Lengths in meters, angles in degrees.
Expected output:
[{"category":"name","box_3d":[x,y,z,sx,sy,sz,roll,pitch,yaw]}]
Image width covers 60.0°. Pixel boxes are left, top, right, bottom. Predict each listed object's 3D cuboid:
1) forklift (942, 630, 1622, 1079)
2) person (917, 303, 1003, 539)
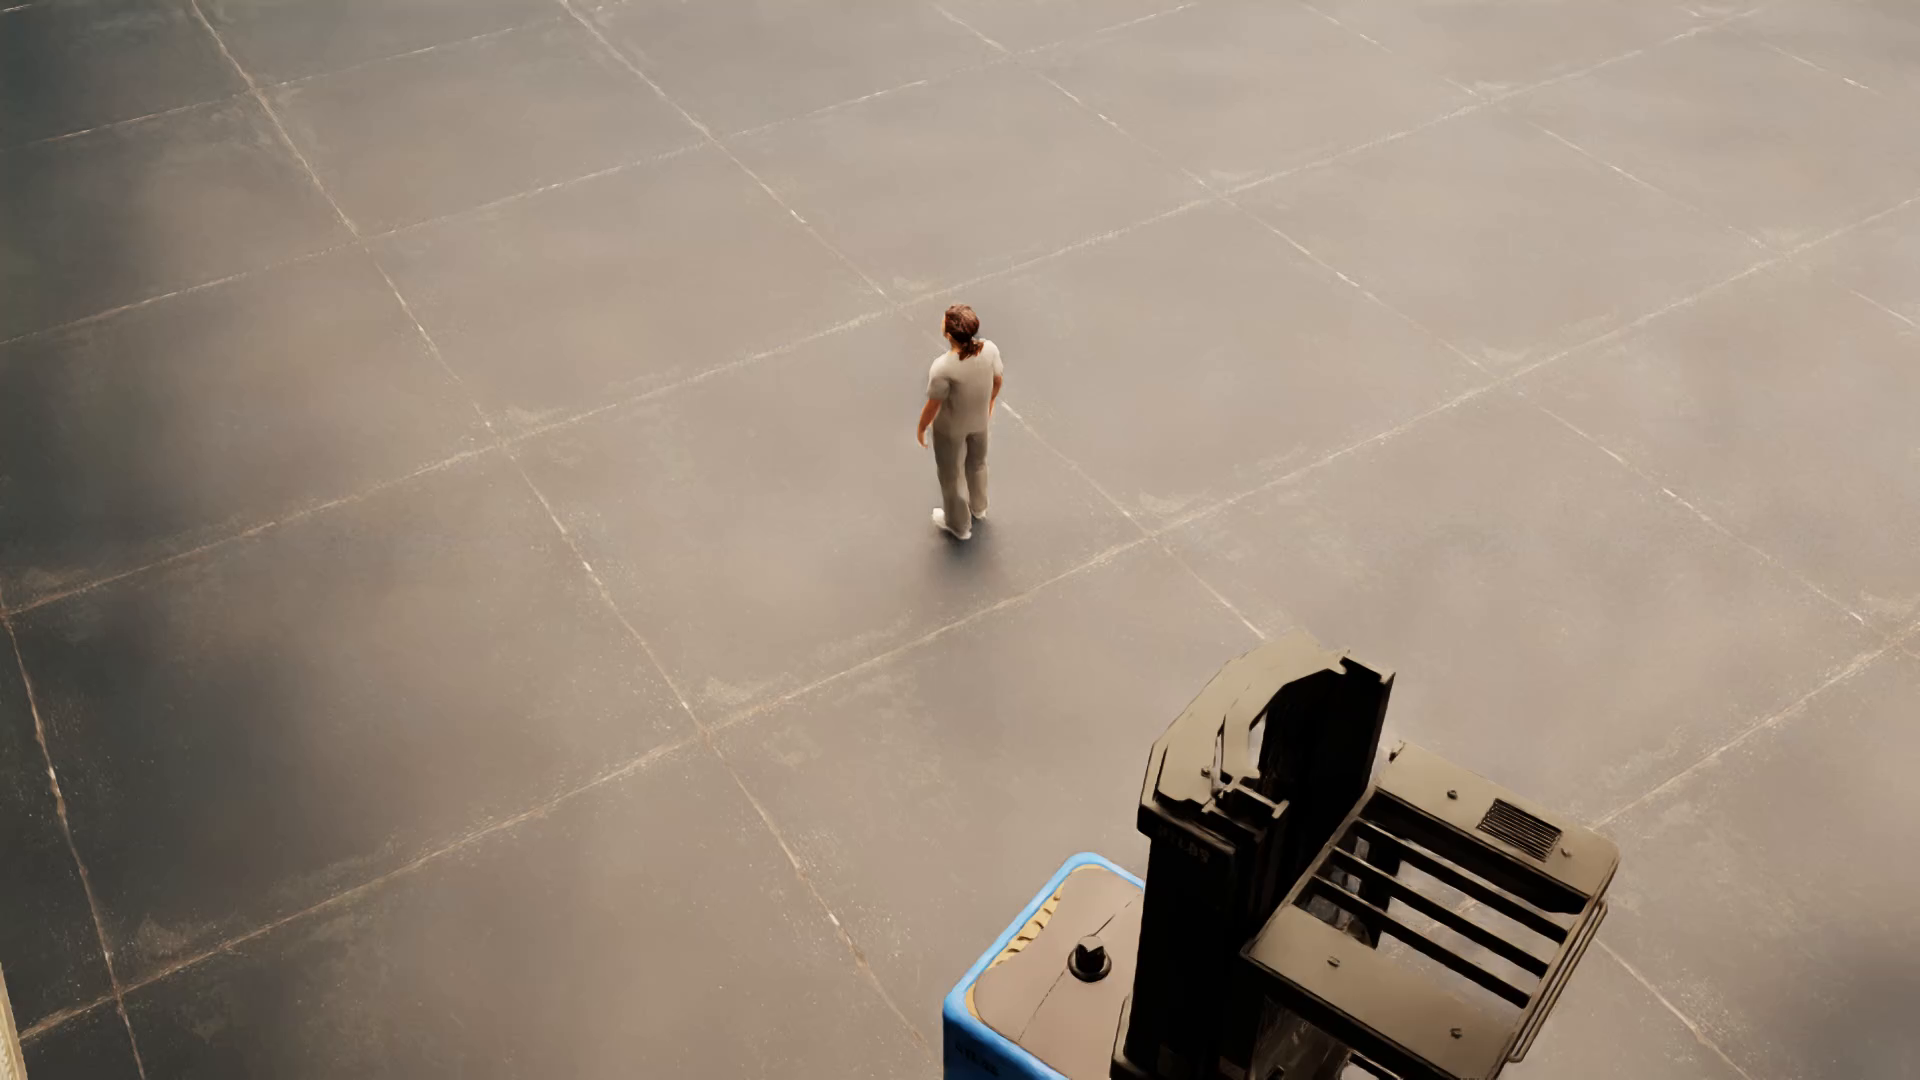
[{"category":"forklift","box_3d":[1.394,1.836,5.770,3.031,2.935,1.130,27,48,27]},{"category":"person","box_3d":[-0.028,-0.711,9.568,0.550,1.673,0.549,-23,46,-24]}]
